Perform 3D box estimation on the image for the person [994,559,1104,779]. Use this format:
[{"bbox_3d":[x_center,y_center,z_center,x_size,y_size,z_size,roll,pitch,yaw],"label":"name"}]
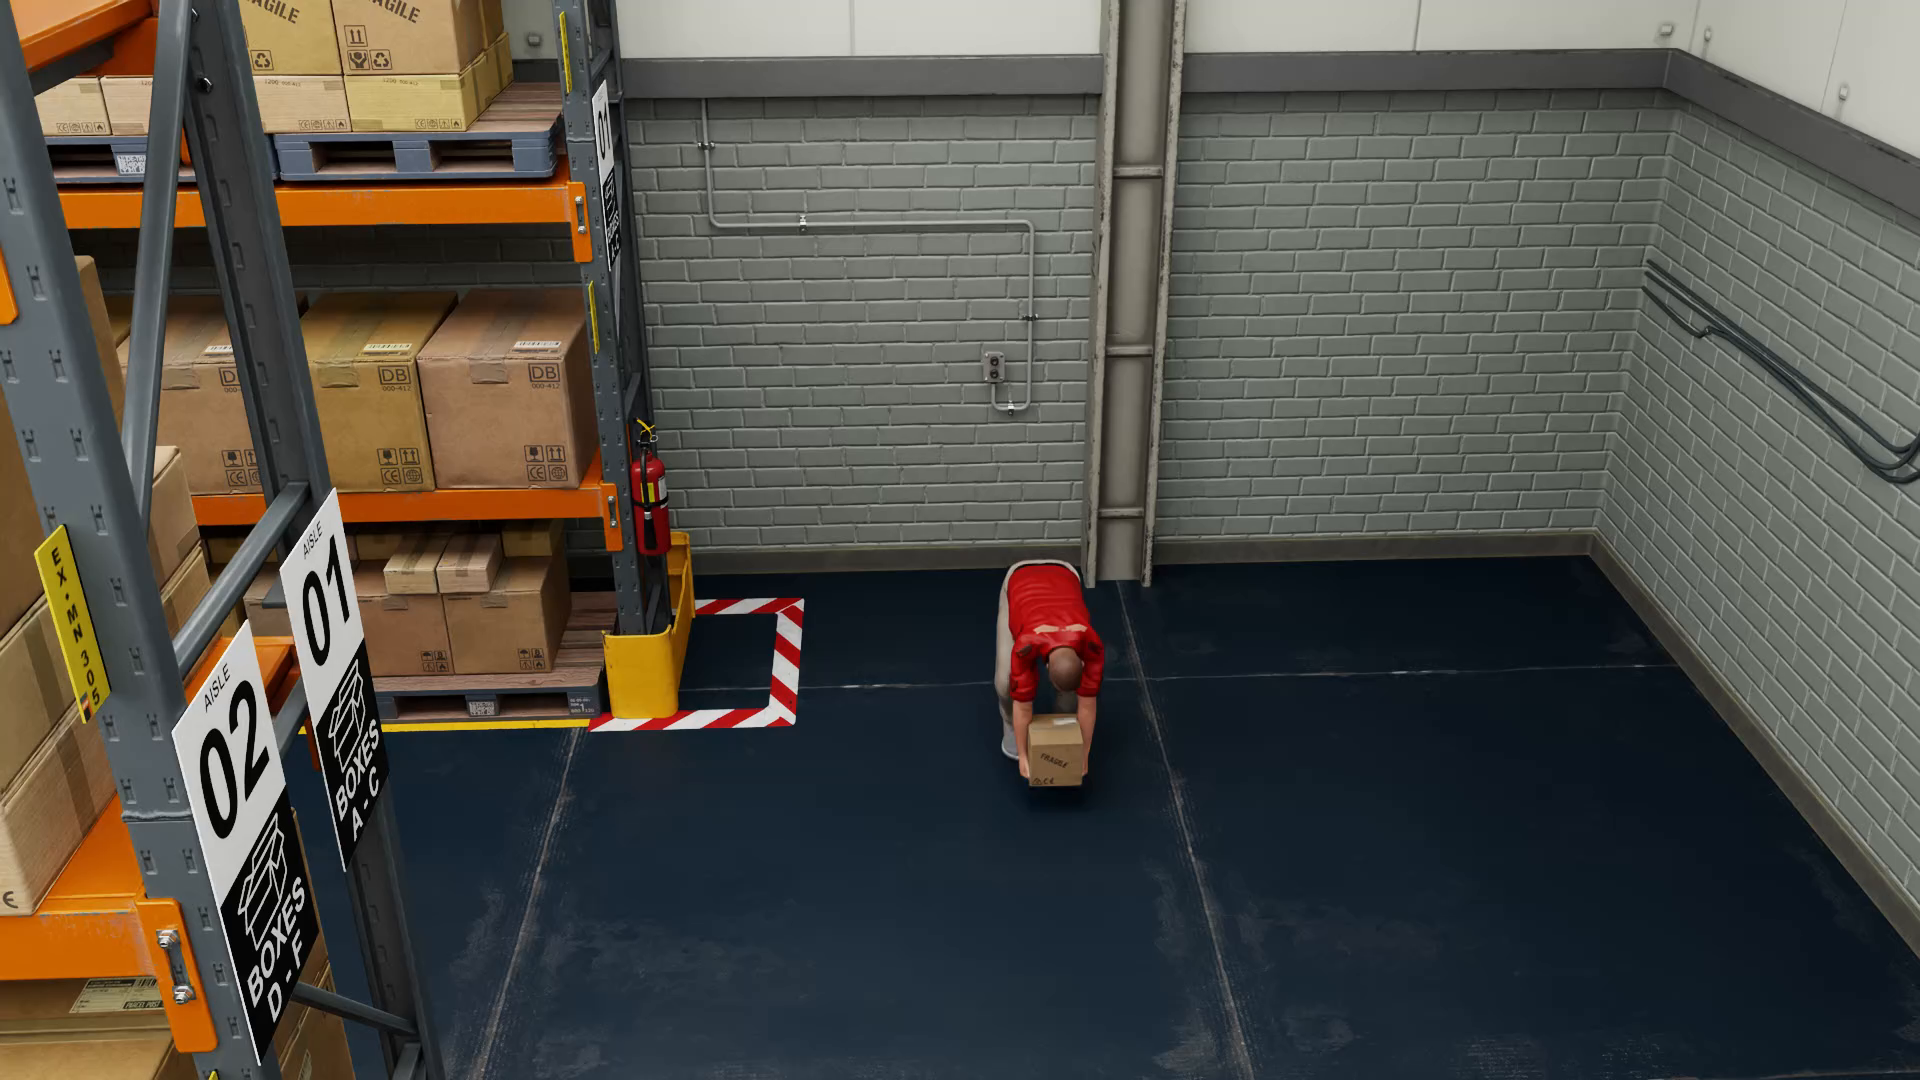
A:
[{"bbox_3d":[0.437,0.709,8.061,0.509,1.002,0.841,-3,27,-5],"label":"person"}]
